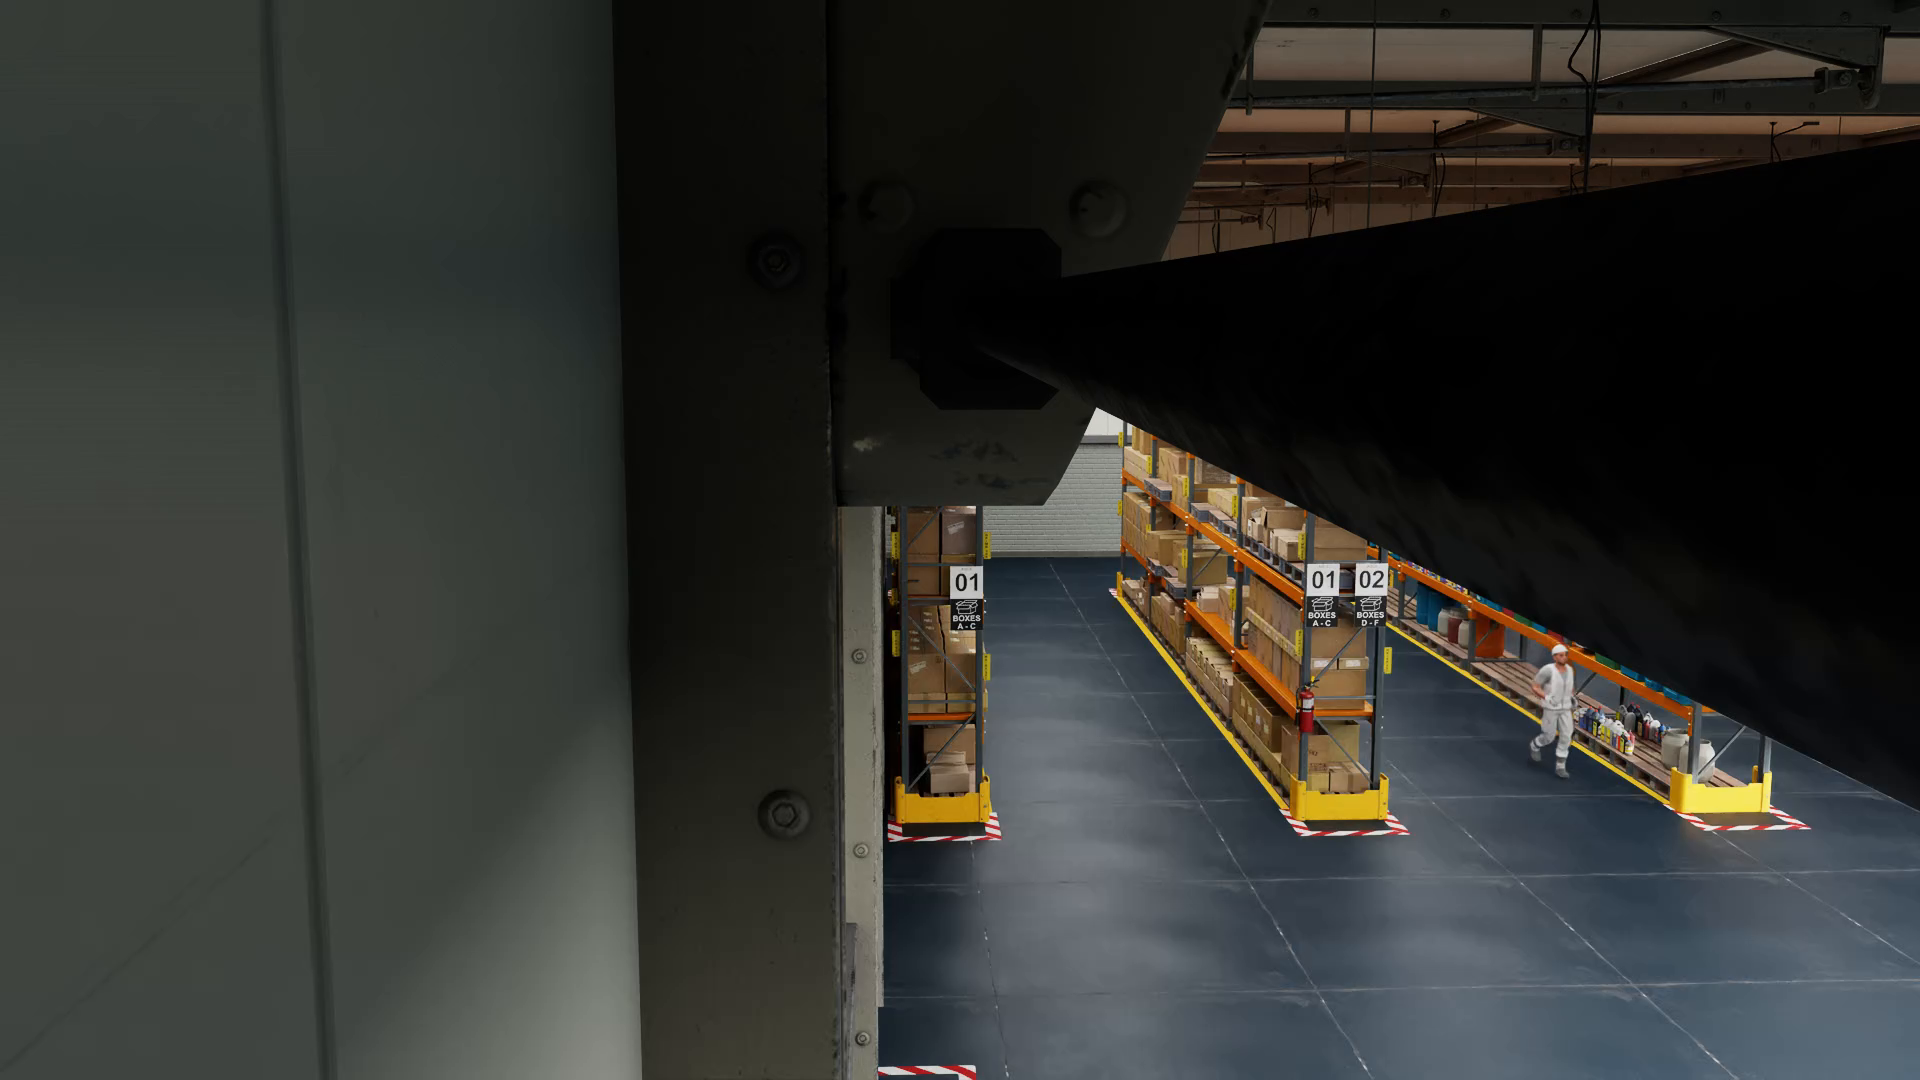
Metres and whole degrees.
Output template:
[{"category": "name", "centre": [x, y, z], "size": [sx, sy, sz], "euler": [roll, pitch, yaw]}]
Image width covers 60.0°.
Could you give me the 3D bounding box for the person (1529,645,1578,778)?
[{"category": "person", "centre": [8.081, 2.283, 22.560], "size": [0.672, 1.769, 0.857], "euler": [-2, 8, -13]}]
